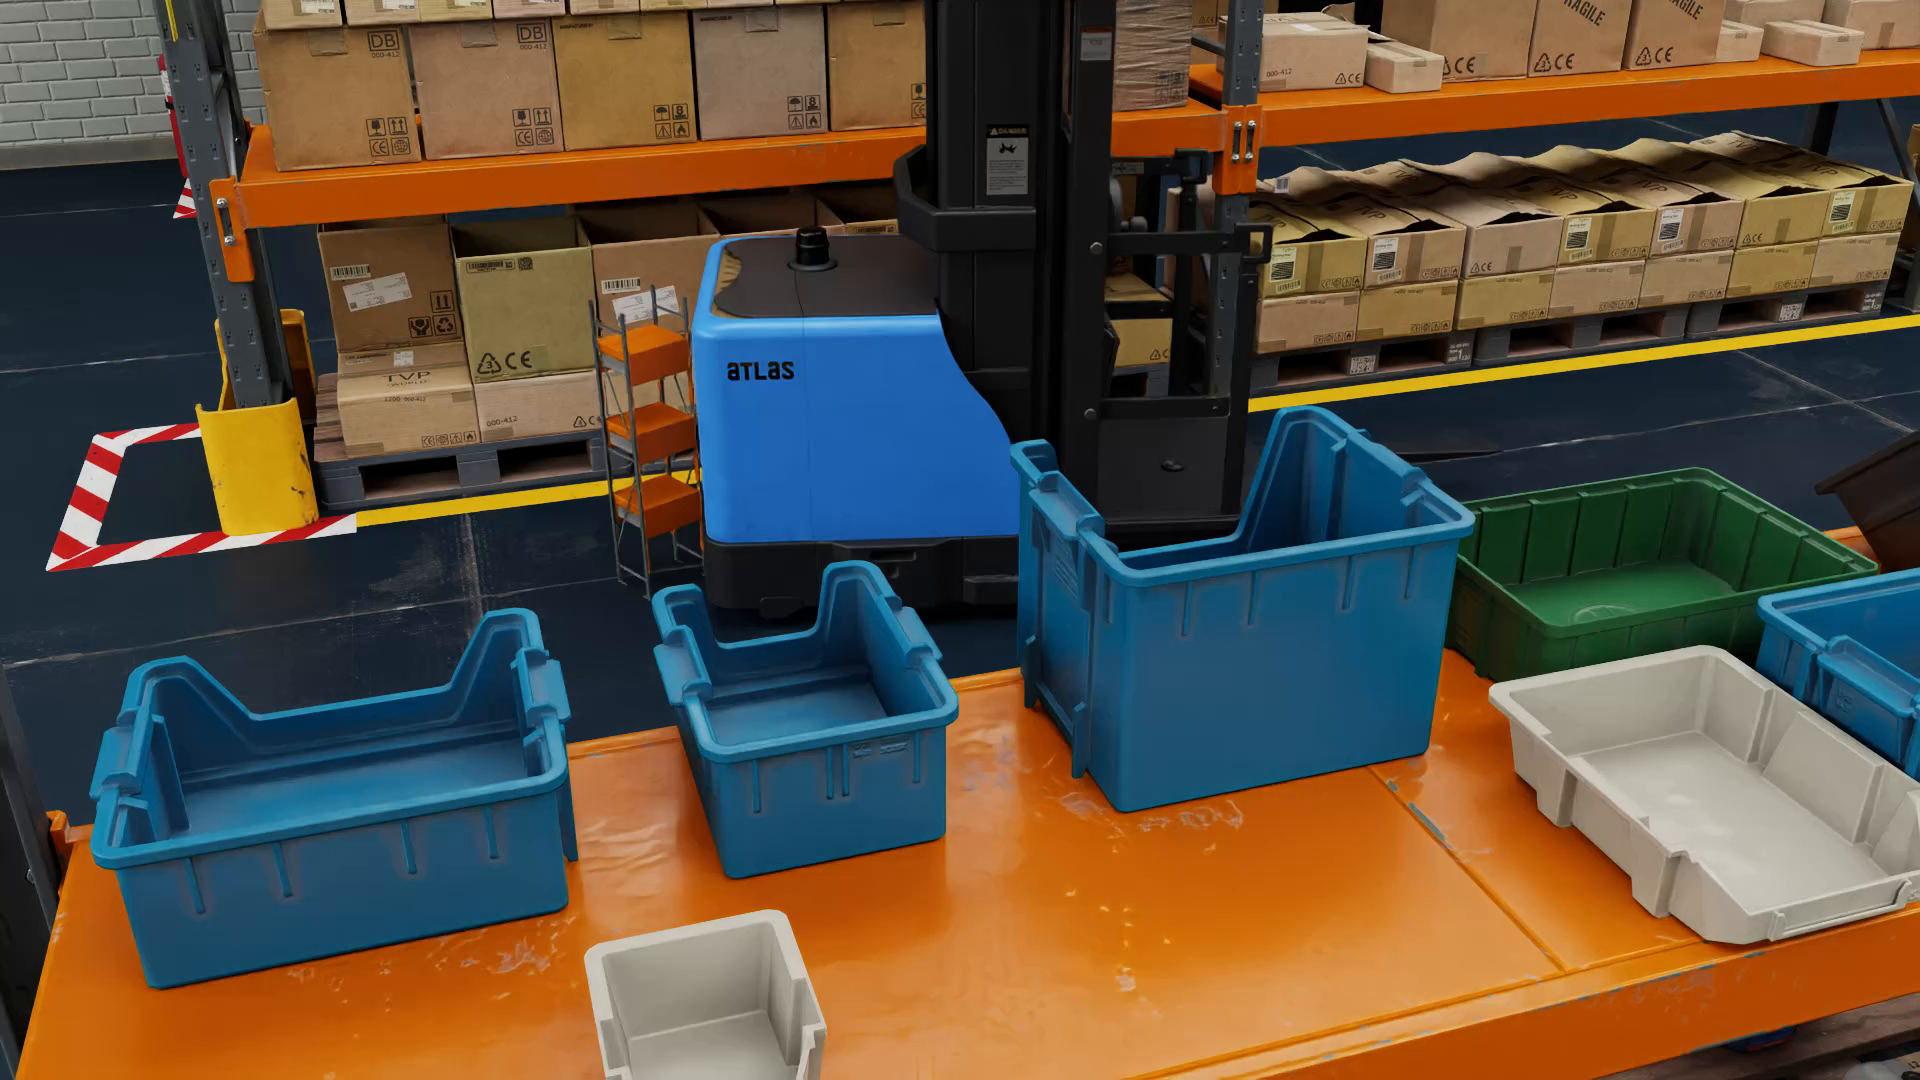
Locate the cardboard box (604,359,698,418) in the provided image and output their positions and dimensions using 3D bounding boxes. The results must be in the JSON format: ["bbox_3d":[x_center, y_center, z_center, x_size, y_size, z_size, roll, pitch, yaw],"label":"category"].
[{"bbox_3d":[-1.247,-0.699,6.906,0.500,0.250,0.500,-8,28,-16],"label":"cardboard box"}]

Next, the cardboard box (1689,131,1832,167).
[{"bbox_3d":[4.242,-1.985,8.865,0.500,0.311,0.500,-7,27,-14],"label":"cardboard box"}]

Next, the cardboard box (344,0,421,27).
[{"bbox_3d":[-2.086,-1.960,5.983,0.250,0.149,0.380,-9,28,-17],"label":"cardboard box"}]

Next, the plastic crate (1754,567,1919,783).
[{"bbox_3d":[1.590,0.254,2.533,0.616,0.251,0.499,-8,28,-16],"label":"plastic crate"}]

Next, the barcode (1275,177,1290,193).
[{"bbox_3d":[1.399,-1.541,7.218,0.075,0.075,0.001,-8,28,-16],"label":"barcode"}]

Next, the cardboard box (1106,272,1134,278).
[{"bbox_3d":[0.493,-1.196,7.905,0.500,0.250,0.500,-8,28,-16],"label":"cardboard box"}]

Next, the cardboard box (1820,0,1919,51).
[{"bbox_3d":[4.471,-2.654,8.323,0.500,0.311,0.500,-7,27,-13],"label":"cardboard box"}]

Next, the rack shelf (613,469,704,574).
[{"bbox_3d":[-1.063,-0.069,5.856,0.240,0.259,0.215,-23,35,-38],"label":"rack shelf"}]

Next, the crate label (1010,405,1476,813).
[{"bbox_3d":[0.421,0.087,2.661,0.616,0.435,0.502,-8,28,-16],"label":"crate label"}]

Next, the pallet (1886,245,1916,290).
[{"bbox_3d":[5.552,-1.564,9.162,1.213,0.211,1.003,-8,28,-16],"label":"pallet"}]

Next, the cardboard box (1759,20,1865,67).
[{"bbox_3d":[4.061,-2.373,7.938,0.250,0.149,0.380,-8,28,-16],"label":"cardboard box"}]

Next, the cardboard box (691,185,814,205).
[{"bbox_3d":[-0.936,-1.328,7.329,0.500,0.500,0.500,-8,28,-16],"label":"cardboard box"}]

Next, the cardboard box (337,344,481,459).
[{"bbox_3d":[-2.197,-0.560,6.625,0.500,0.250,0.500,-8,28,-16],"label":"cardboard box"}]

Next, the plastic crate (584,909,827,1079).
[{"bbox_3d":[-0.295,0.602,1.961,0.250,0.136,0.298,-8,28,-16],"label":"plastic crate"}]

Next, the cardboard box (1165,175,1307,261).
[{"bbox_3d":[1.324,-1.560,8.007,0.500,0.311,0.500,-8,28,-16],"label":"cardboard box"}]

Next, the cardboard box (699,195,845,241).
[{"bbox_3d":[-0.770,-1.102,6.872,0.500,0.500,0.500,-8,28,-16],"label":"cardboard box"}]

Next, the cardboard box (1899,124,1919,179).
[{"bbox_3d":[5.647,-2.031,9.284,0.500,0.500,0.500,-7,27,-14],"label":"cardboard box"}]

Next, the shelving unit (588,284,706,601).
[{"bbox_3d":[-1.064,-0.327,5.727,0.252,1.050,0.215,-23,35,-38],"label":"shelving unit"}]

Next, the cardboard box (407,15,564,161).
[{"bbox_3d":[-1.830,-1.802,6.394,0.500,0.500,0.700,-8,27,-15],"label":"cardboard box"}]

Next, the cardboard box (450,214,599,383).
[{"bbox_3d":[-1.722,-0.966,6.599,0.500,0.500,0.500,-8,28,-16],"label":"cardboard box"}]

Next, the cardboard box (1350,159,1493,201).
[{"bbox_3d":[2.292,-1.702,8.293,0.500,0.311,0.500,-8,28,-16],"label":"cardboard box"}]

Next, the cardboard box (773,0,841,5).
[{"bbox_3d":[-0.624,-2.170,6.406,0.250,0.149,0.380,-7,27,-14],"label":"cardboard box"}]

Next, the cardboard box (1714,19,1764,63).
[{"bbox_3d":[3.636,-2.414,8.021,0.250,0.149,0.380,-6,27,-12],"label":"cardboard box"}]

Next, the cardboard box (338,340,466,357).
[{"bbox_3d":[-2.358,-0.779,7.067,0.500,0.250,0.500,-8,28,-16],"label":"cardboard box"}]

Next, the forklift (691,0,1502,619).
[{"bbox_3d":[0.615,-1.292,5.556,3.031,2.935,1.130,-2,26,-4],"label":"forklift"}]

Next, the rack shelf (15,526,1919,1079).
[{"bbox_3d":[0.656,0.518,2.643,4.000,0.370,1.077,-8,28,-16],"label":"rack shelf"}]

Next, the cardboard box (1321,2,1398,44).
[{"bbox_3d":[1.807,-2.313,7.688,0.258,0.266,0.396,-9,28,-17],"label":"cardboard box"}]

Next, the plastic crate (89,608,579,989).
[{"bbox_3d":[-0.862,0.342,2.355,0.616,0.251,0.499,-8,28,-16],"label":"plastic crate"}]

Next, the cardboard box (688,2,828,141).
[{"bbox_3d":[-0.857,-1.942,6.676,0.500,0.500,0.700,-7,27,-15],"label":"cardboard box"}]

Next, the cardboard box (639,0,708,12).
[{"bbox_3d":[-1.112,-2.101,6.266,0.250,0.149,0.380,-9,28,-17],"label":"cardboard box"}]

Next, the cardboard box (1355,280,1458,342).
[{"bbox_3d":[1.974,-1.152,7.817,0.500,0.250,0.500,-8,27,-15],"label":"cardboard box"}]

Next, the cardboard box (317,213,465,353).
[{"bbox_3d":[-2.358,-1.116,6.902,0.500,0.500,0.500,-8,28,-16],"label":"cardboard box"}]

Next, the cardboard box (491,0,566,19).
[{"bbox_3d":[-1.608,-2.027,6.119,0.250,0.149,0.380,-9,28,-17],"label":"cardboard box"}]

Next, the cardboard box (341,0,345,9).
[{"bbox_3d":[-2.223,-2.129,6.324,0.250,0.149,0.380,-8,27,-15],"label":"cardboard box"}]

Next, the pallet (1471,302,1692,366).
[{"bbox_3d":[2.878,-1.214,8.457,1.213,0.211,1.003,-8,28,-16],"label":"pallet"}]

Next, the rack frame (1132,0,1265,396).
[{"bbox_3d":[1.027,-2.175,7.258,0.127,3.000,1.000,-8,28,-16],"label":"rack frame"}]

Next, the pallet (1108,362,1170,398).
[{"bbox_3d":[0.258,-0.834,7.693,1.213,0.211,1.003,-8,28,-16],"label":"pallet"}]

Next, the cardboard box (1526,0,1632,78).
[{"bbox_3d":[2.740,-2.460,7.720,0.500,0.500,0.500,-8,28,-16],"label":"cardboard box"}]

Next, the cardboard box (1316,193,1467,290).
[{"bbox_3d":[1.975,-1.401,7.688,0.500,0.311,0.500,-9,28,-17],"label":"cardboard box"}]

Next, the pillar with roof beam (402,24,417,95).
[{"bbox_3d":[-2.583,-5.047,6.296,0.400,9.000,9.100,-8,28,-16],"label":"pillar with roof beam"}]

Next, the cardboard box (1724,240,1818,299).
[{"bbox_3d":[3.917,-1.434,8.386,0.500,0.250,0.500,-9,28,-17],"label":"cardboard box"}]

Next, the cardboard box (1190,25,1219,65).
[{"bbox_3d":[1.635,-3.674,12.593,0.500,0.500,0.700,-8,28,-16],"label":"cardboard box"}]

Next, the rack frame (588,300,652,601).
[{"bbox_3d":[-1.152,-0.289,5.652,0.008,1.050,0.200,-23,35,-38],"label":"rack frame"}]

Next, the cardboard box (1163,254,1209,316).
[{"bbox_3d":[1.332,-1.311,8.138,0.500,0.250,0.500,-9,28,-17],"label":"cardboard box"}]

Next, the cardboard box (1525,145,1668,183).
[{"bbox_3d":[3.259,-1.840,8.573,0.500,0.311,0.500,-9,28,-17],"label":"cardboard box"}]

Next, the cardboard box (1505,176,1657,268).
[{"bbox_3d":[2.959,-1.546,7.981,0.500,0.311,0.500,-7,27,-15],"label":"cardboard box"}]

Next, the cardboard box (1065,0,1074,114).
[{"bbox_3d":[0.108,-2.081,6.955,0.500,0.500,0.700,-9,28,-17],"label":"cardboard box"}]

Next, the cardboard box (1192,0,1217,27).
[{"bbox_3d":[1.576,-3.987,12.380,0.500,0.250,0.500,-8,28,-16],"label":"cardboard box"}]

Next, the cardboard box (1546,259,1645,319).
[{"bbox_3d":[2.950,-1.294,8.103,0.500,0.250,0.500,-8,27,-15],"label":"cardboard box"}]

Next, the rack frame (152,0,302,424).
[{"bbox_3d":[-2.776,-1.624,6.148,0.127,3.000,1.000,-8,28,-16],"label":"rack frame"}]

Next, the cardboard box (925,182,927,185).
[{"bbox_3d":[0.017,-1.464,7.602,0.500,0.500,0.500,-8,28,-16],"label":"cardboard box"}]

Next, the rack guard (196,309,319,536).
[{"bbox_3d":[-2.799,-0.501,6.697,0.348,0.500,1.175,-8,28,-16],"label":"rack guard"}]

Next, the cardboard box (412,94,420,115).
[{"bbox_3d":[-3.628,-2.768,10.981,0.500,0.311,0.500,-12,29,-22],"label":"cardboard box"}]

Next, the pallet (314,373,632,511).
[{"bbox_3d":[-2.062,-0.498,7.016,1.213,0.211,1.003,-8,28,-16],"label":"pallet"}]

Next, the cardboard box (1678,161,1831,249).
[{"bbox_3d":[3.917,-1.683,8.256,0.500,0.311,0.500,-9,28,-17],"label":"cardboard box"}]
